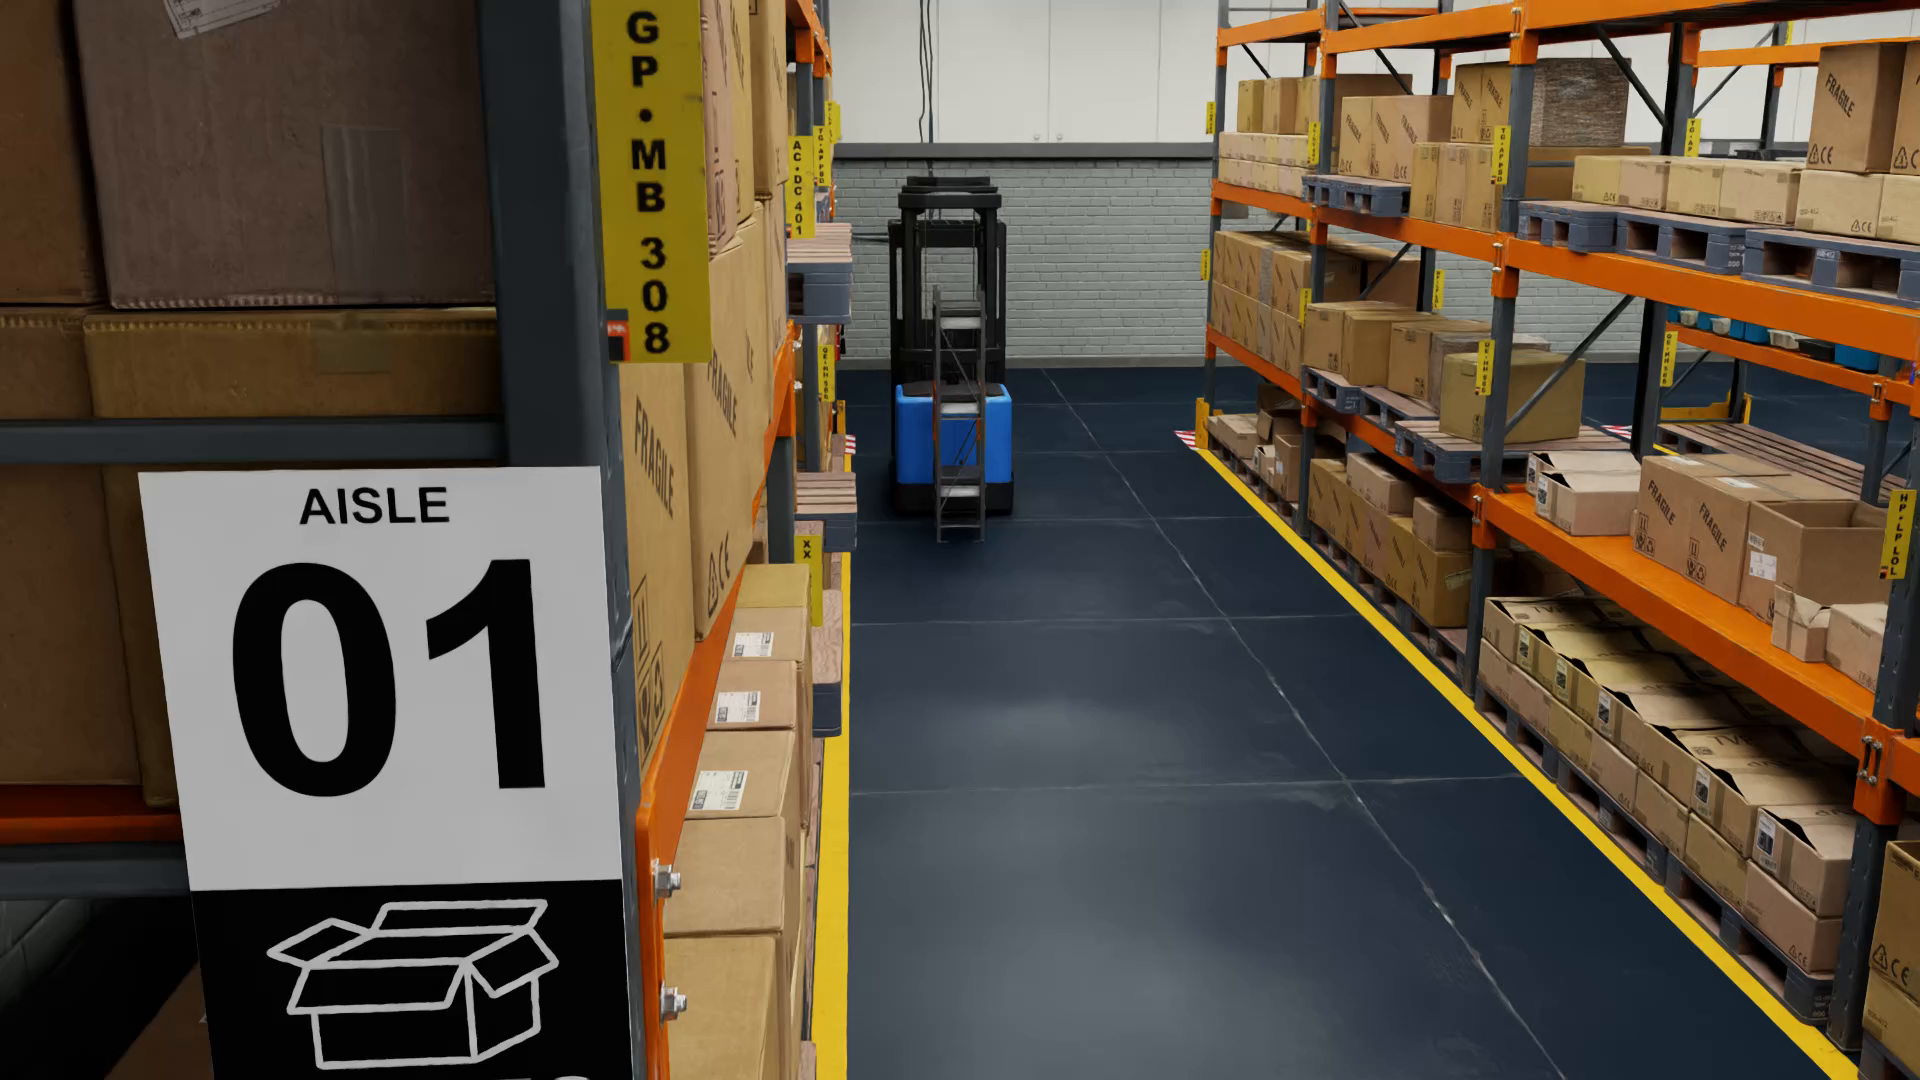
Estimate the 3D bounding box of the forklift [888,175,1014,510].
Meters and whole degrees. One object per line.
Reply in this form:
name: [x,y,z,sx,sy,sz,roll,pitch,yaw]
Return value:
forklift: [-0.128,-1.996,15.901,1.130,2.935,3.031,-1,14,-3]

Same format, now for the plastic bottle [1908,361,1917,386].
plastic bottle: [7.924,-1.418,13.750,0.061,0.283,0.133,-1,14,-3]

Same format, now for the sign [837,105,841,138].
sign: [-1.266,-4.262,16.932,0.100,0.325,0.005,-1,14,-3]

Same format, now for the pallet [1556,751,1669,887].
pallet: [3.716,1.357,8.329,1.003,0.211,1.213,-1,14,-3]

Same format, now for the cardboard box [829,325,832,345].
cardboard box: [-1.578,-1.699,14.009,0.980,0.700,0.700,-1,14,-3]

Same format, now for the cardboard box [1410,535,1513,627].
cardboard box: [3.339,0.267,11.102,0.500,0.500,0.500,0,14,-1]

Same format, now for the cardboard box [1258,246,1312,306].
cardboard box: [3.028,-2.403,15.140,0.500,0.500,0.500,-1,14,-3]

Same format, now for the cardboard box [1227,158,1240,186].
cardboard box: [2.932,-3.615,16.337,0.500,0.250,0.500,-1,14,-3]

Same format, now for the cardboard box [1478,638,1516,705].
cardboard box: [3.371,0.762,9.722,0.500,0.250,0.500,-1,14,-4]

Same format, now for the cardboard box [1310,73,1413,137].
cardboard box: [3.315,-3.602,13.779,0.700,0.500,0.500,-1,14,-3]

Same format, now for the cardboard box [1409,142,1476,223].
cardboard box: [3.507,-2.367,10.985,0.910,0.500,0.500,-1,14,-3]

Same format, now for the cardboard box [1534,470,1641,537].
cardboard box: [3.493,-0.233,9.091,0.500,0.311,0.500,-1,14,-4]

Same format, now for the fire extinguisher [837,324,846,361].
fire extinguisher: [-1.357,-2.240,17.617,0.296,0.674,0.183,-1,14,-3]

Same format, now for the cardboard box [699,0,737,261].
cardboard box: [-0.579,-0.655,2.284,0.500,0.500,0.500,-1,14,-4]

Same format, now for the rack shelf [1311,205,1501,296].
rack shelf: [3.507,-2.103,11.605,1.077,0.370,4.000,-1,14,-3]

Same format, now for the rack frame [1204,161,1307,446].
rack frame: [3.136,-2.491,17.688,1.000,3.000,0.127,-1,14,-3]

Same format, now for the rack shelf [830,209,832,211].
rack shelf: [-1.437,-2.026,11.304,1.077,0.370,4.000,-1,14,-3]

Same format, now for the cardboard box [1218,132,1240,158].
cardboard box: [2.908,-3.981,16.759,0.500,0.250,0.500,-1,14,-3]

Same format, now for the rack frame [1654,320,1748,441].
rack frame: [8.080,-2.567,17.982,1.000,3.000,0.127,-1,14,-3]

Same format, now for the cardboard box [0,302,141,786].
cardboard box: [-1.096,-0.045,1.921,0.500,0.500,0.500,0,14,1]

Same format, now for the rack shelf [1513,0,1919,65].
rack shelf: [3.755,-2.367,7.414,1.077,0.370,4.000,-1,14,-3]

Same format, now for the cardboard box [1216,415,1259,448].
cardboard box: [2.917,-1.109,16.950,0.500,0.250,0.500,-1,14,-3]

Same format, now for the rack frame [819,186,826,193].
rack frame: [-1.560,-1.419,13.521,1.000,3.000,0.127,-1,14,-3]

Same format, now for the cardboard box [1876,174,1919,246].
cardboard box: [3.850,-1.243,6.278,0.500,0.250,0.500,1,14,2]

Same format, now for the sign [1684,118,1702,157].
sign: [4.186,-2.249,9.533,0.100,0.325,0.005,-1,14,-3]

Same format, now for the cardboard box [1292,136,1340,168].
cardboard box: [3.082,-3.235,13.858,0.500,0.250,0.500,-1,14,-3]

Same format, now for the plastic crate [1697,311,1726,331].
plastic crate: [7.807,-2.284,17.101,0.416,0.233,0.300,-1,14,-3]

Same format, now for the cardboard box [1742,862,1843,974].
cardboard box: [3.564,1.523,6.763,0.500,0.250,0.500,-1,14,-4]

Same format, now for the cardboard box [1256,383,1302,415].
cardboard box: [3.415,-1.362,17.434,0.500,0.500,0.500,-1,14,-3]

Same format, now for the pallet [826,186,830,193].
pallet: [-1.601,-3.032,13.950,1.003,0.211,1.213,-1,14,-3]

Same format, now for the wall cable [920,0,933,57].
wall cable: [0.898,-7.715,22.048,3.097,2.526,0.112,-1,14,-3]

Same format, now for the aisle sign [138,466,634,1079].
aisle sign: [-0.513,0.320,1.547,0.394,0.787,0.004,-1,14,-3]

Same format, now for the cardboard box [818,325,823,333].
cardboard box: [-1.118,-1.240,10.483,0.500,0.250,0.500,-1,14,-4]

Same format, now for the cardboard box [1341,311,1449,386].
cardboard box: [3.295,-1.457,12.625,0.700,0.500,0.500,1,14,5]

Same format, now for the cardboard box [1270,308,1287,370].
cardboard box: [3.063,-1.793,14.776,0.500,0.500,0.500,0,14,-2]

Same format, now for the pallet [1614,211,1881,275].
pallet: [3.835,-1.417,7.874,1.003,0.211,1.213,0,14,-1]

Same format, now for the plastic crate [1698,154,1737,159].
plastic crate: [7.825,-3.856,17.236,0.497,0.269,0.590,-1,14,-3]

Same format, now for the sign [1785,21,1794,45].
sign: [8.628,-5.328,17.323,0.100,0.325,0.005,-1,14,-3]

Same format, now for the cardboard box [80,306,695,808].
cardboard box: [-0.588,-0.032,1.872,0.500,0.500,0.500,-1,14,-2]

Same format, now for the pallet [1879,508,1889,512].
pallet: [8.334,-0.029,13.715,1.003,0.211,1.213,-1,14,-3]

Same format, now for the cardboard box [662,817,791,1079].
cardboard box: [-0.593,0.890,3.302,0.500,0.500,0.500,-1,14,-5]

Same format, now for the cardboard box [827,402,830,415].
cardboard box: [-1.172,-1.035,12.493,0.380,0.149,0.250,-1,14,-3]

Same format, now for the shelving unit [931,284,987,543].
shelving unit: [-0.010,-1.058,13.925,0.431,2.100,0.503,-1,14,-3]

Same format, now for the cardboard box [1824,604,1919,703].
cardboard box: [3.805,0.444,6.581,0.500,0.250,0.500,0,14,0]

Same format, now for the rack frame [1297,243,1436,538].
rack frame: [3.383,-1.496,13.822,1.000,3.000,0.127,-1,14,-3]

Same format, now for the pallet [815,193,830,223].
pallet: [-1.405,-1.945,9.924,1.213,0.211,1.003,0,14,-1]

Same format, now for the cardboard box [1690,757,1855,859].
cardboard box: [3.529,1.124,7.186,0.500,0.311,0.500,0,14,-2]

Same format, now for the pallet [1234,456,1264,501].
pallet: [3.263,-0.621,16.015,1.003,0.211,1.213,-1,14,-3]

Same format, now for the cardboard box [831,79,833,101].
cardboard box: [-1.491,-4.231,16.183,0.500,0.500,0.500,-1,14,-4]

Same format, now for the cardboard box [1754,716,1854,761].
cardboard box: [4.043,0.990,7.708,0.500,0.311,0.500,-1,14,-5]

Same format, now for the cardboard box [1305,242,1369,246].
cardboard box: [3.538,-2.535,15.652,0.500,0.500,0.500,0,14,-2]
